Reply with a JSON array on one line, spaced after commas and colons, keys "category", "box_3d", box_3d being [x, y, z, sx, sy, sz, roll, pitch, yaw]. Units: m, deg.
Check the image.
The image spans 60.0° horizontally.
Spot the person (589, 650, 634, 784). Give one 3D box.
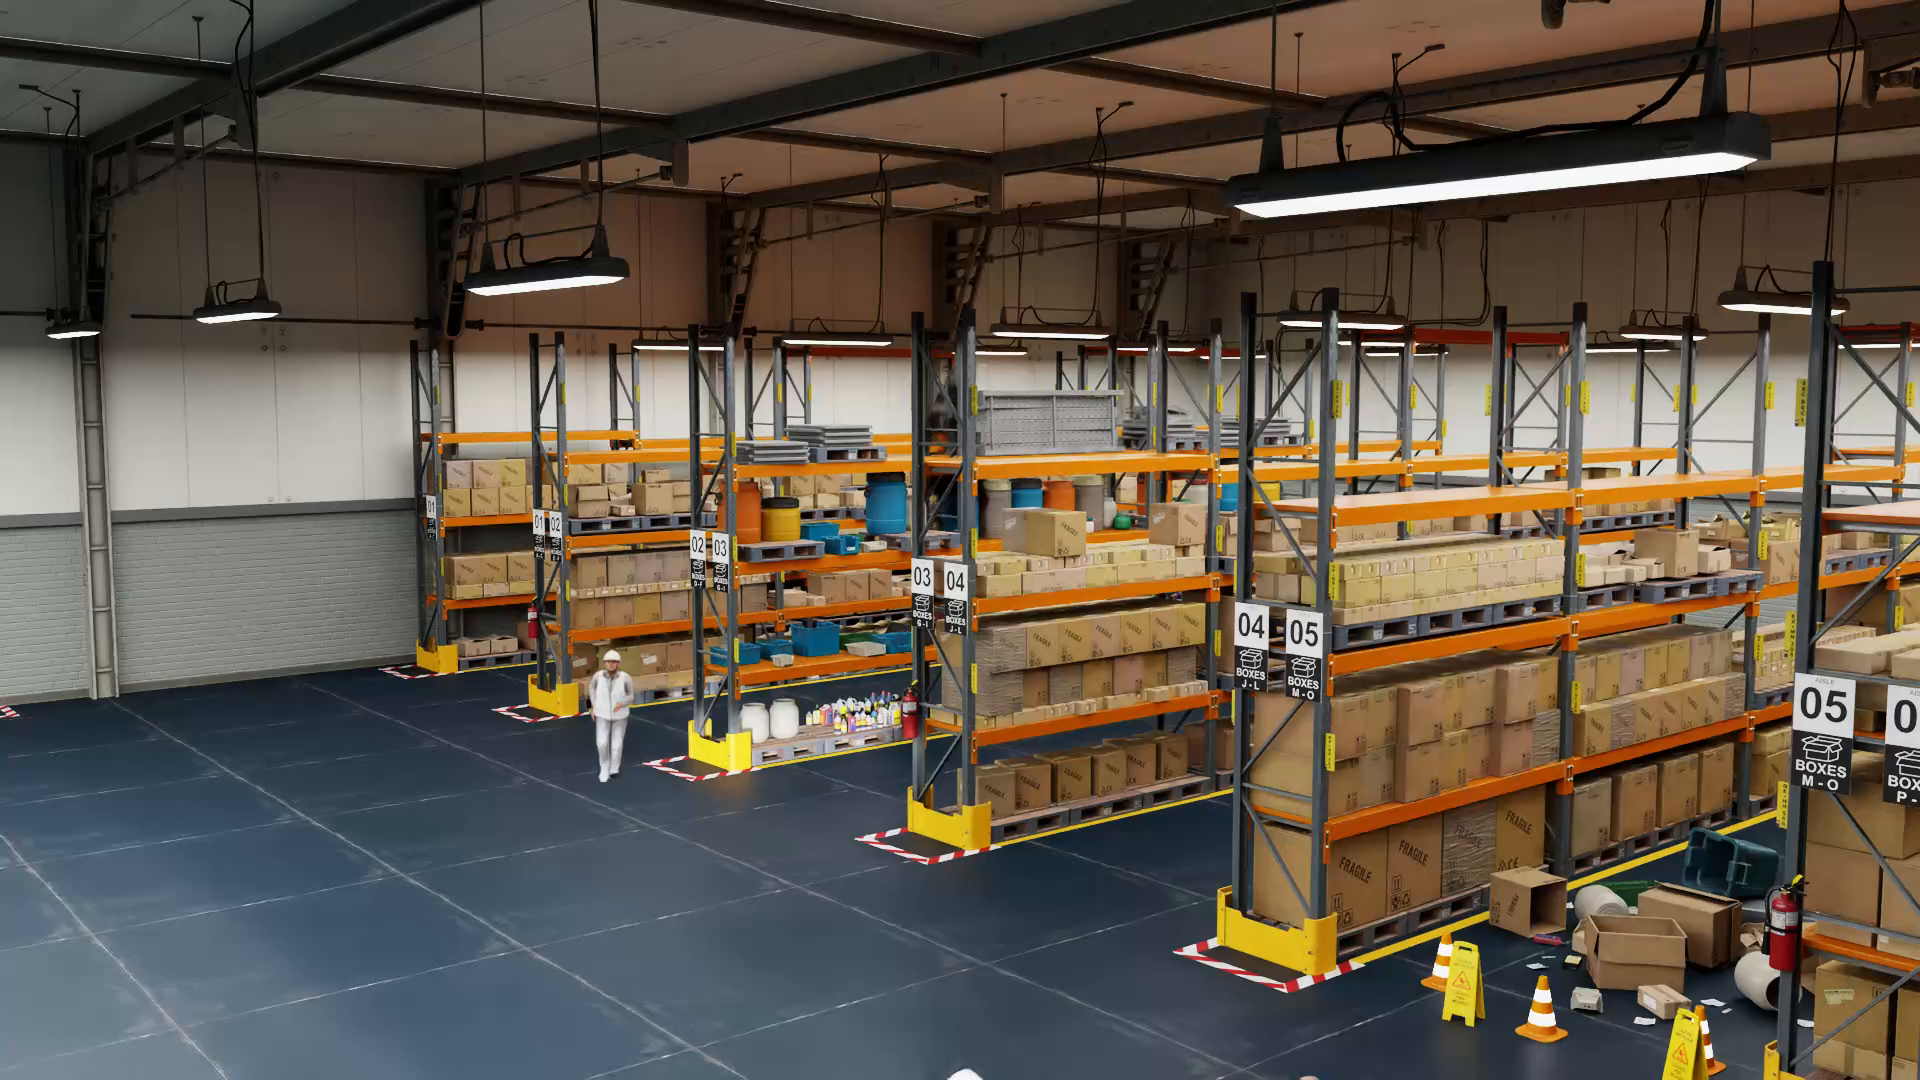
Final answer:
[{"category": "person", "box_3d": [-4.546, 2.291, 21.712, 0.578, 1.744, 0.817, -1, 5, -12]}]

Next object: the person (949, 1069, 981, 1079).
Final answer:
[{"category": "person", "box_3d": [0.029, 3.531, 8.403, 0.685, 1.736, 0.599, 1, 5, 7]}]
